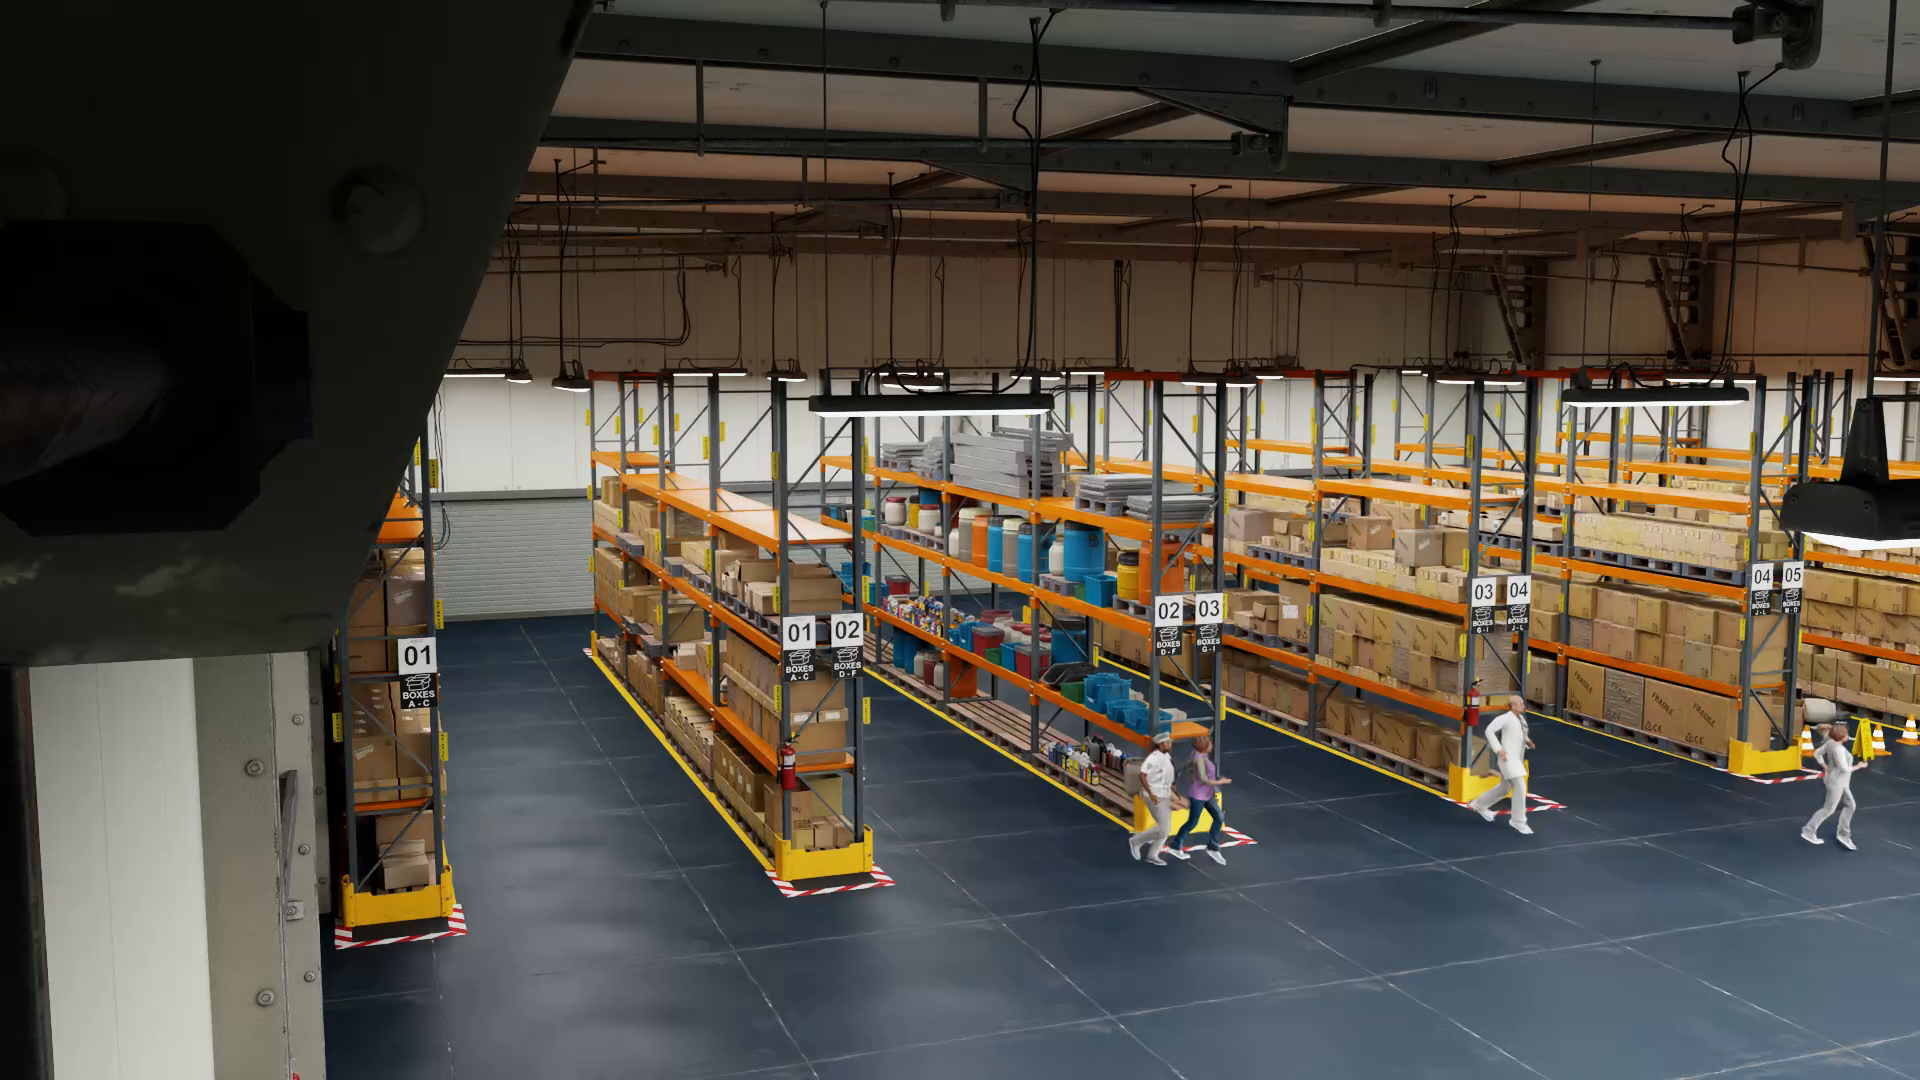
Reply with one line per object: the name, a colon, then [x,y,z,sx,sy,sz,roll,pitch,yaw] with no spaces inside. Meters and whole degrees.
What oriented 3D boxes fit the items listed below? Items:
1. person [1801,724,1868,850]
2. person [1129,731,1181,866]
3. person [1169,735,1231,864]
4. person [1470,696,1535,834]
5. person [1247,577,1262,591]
person: [11.199,3.162,21.288,0.724,1.646,0.510,2,7,21]
person: [2.464,3.203,20.786,0.543,1.634,0.649,4,7,29]
person: [3.000,3.216,20.674,0.750,1.612,0.524,3,7,22]
person: [7.361,2.991,22.350,0.931,1.829,0.729,5,8,39]
person: [7.297,0.843,41.662,0.634,1.686,0.716,5,8,41]
